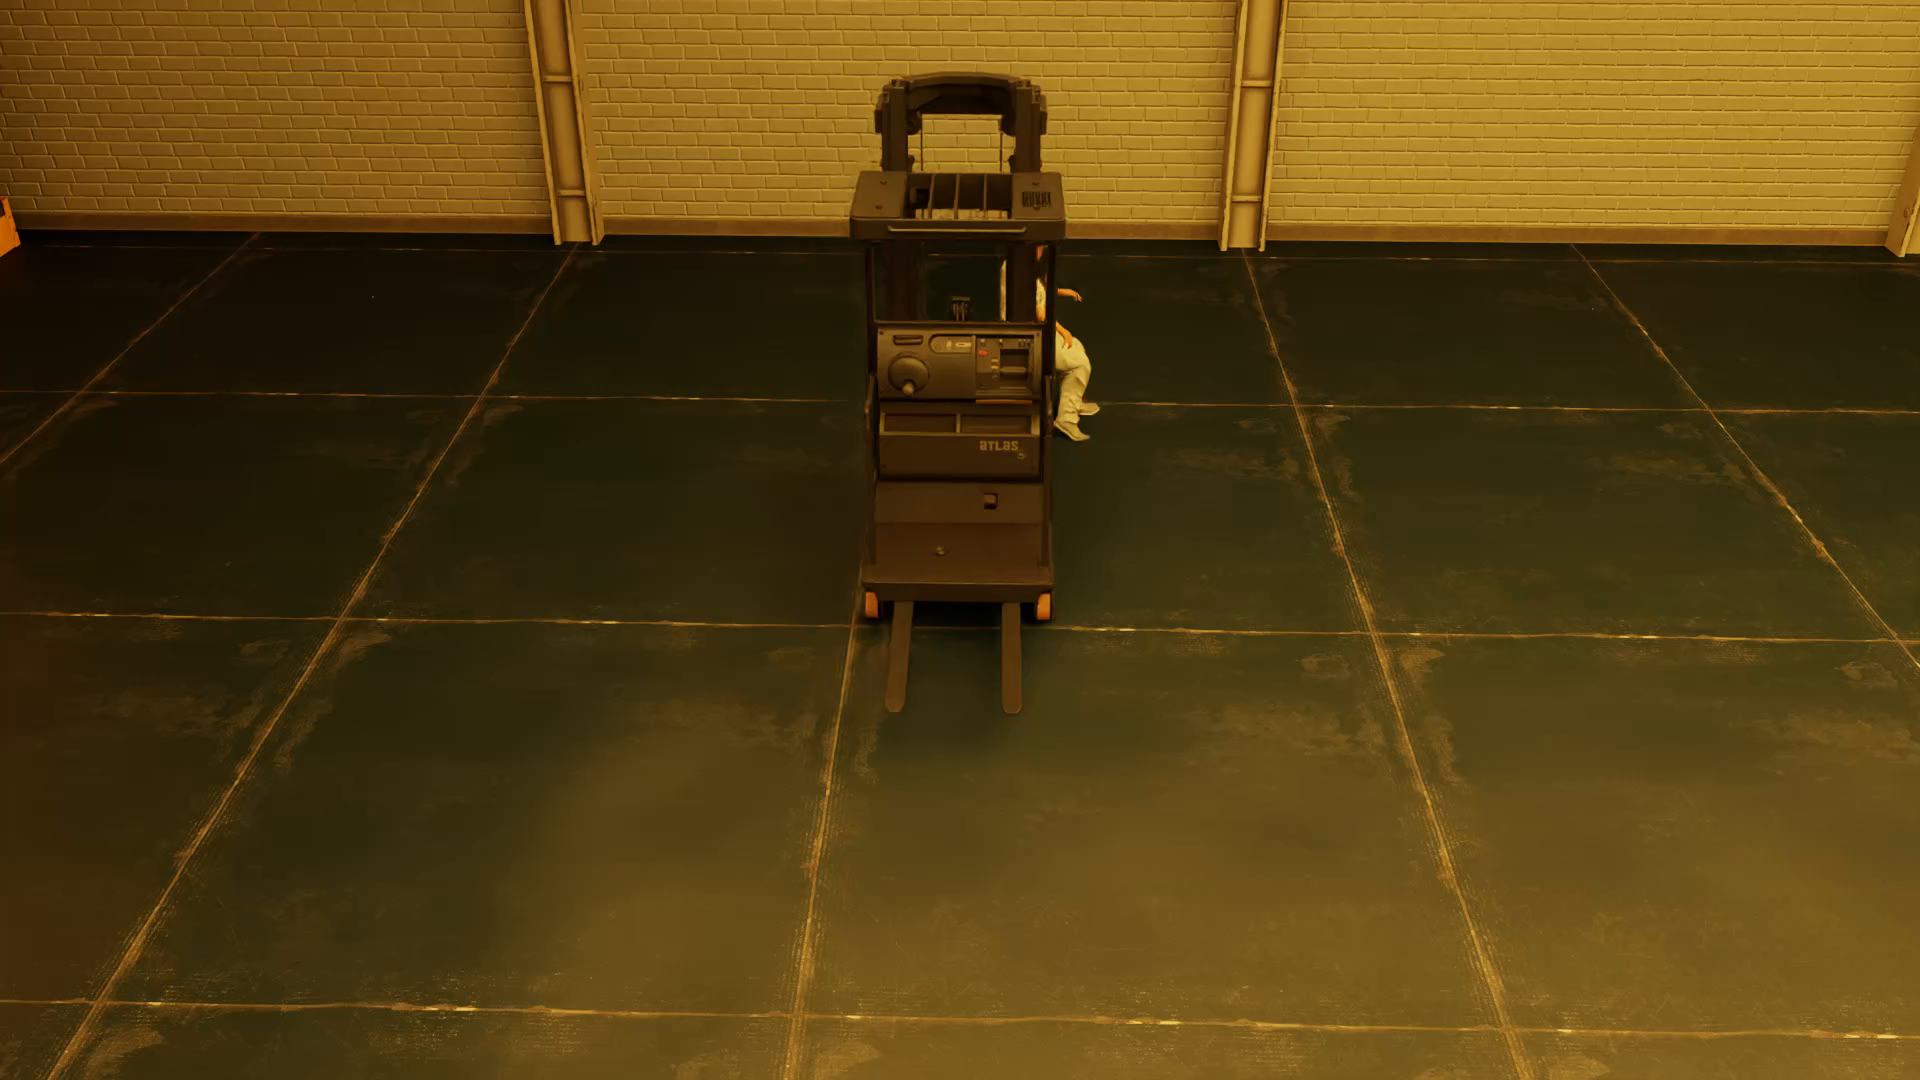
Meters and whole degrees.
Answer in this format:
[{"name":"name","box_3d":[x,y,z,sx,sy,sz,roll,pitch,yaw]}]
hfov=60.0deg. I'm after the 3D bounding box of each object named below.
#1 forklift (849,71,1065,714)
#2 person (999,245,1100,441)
[{"name":"forklift","box_3d":[-0.006,-0.952,9.229,1.130,2.935,3.031,1,31,1]},{"name":"person","box_3d":[0.644,-1.476,11.627,0.758,1.489,0.767,-6,31,-10]}]
